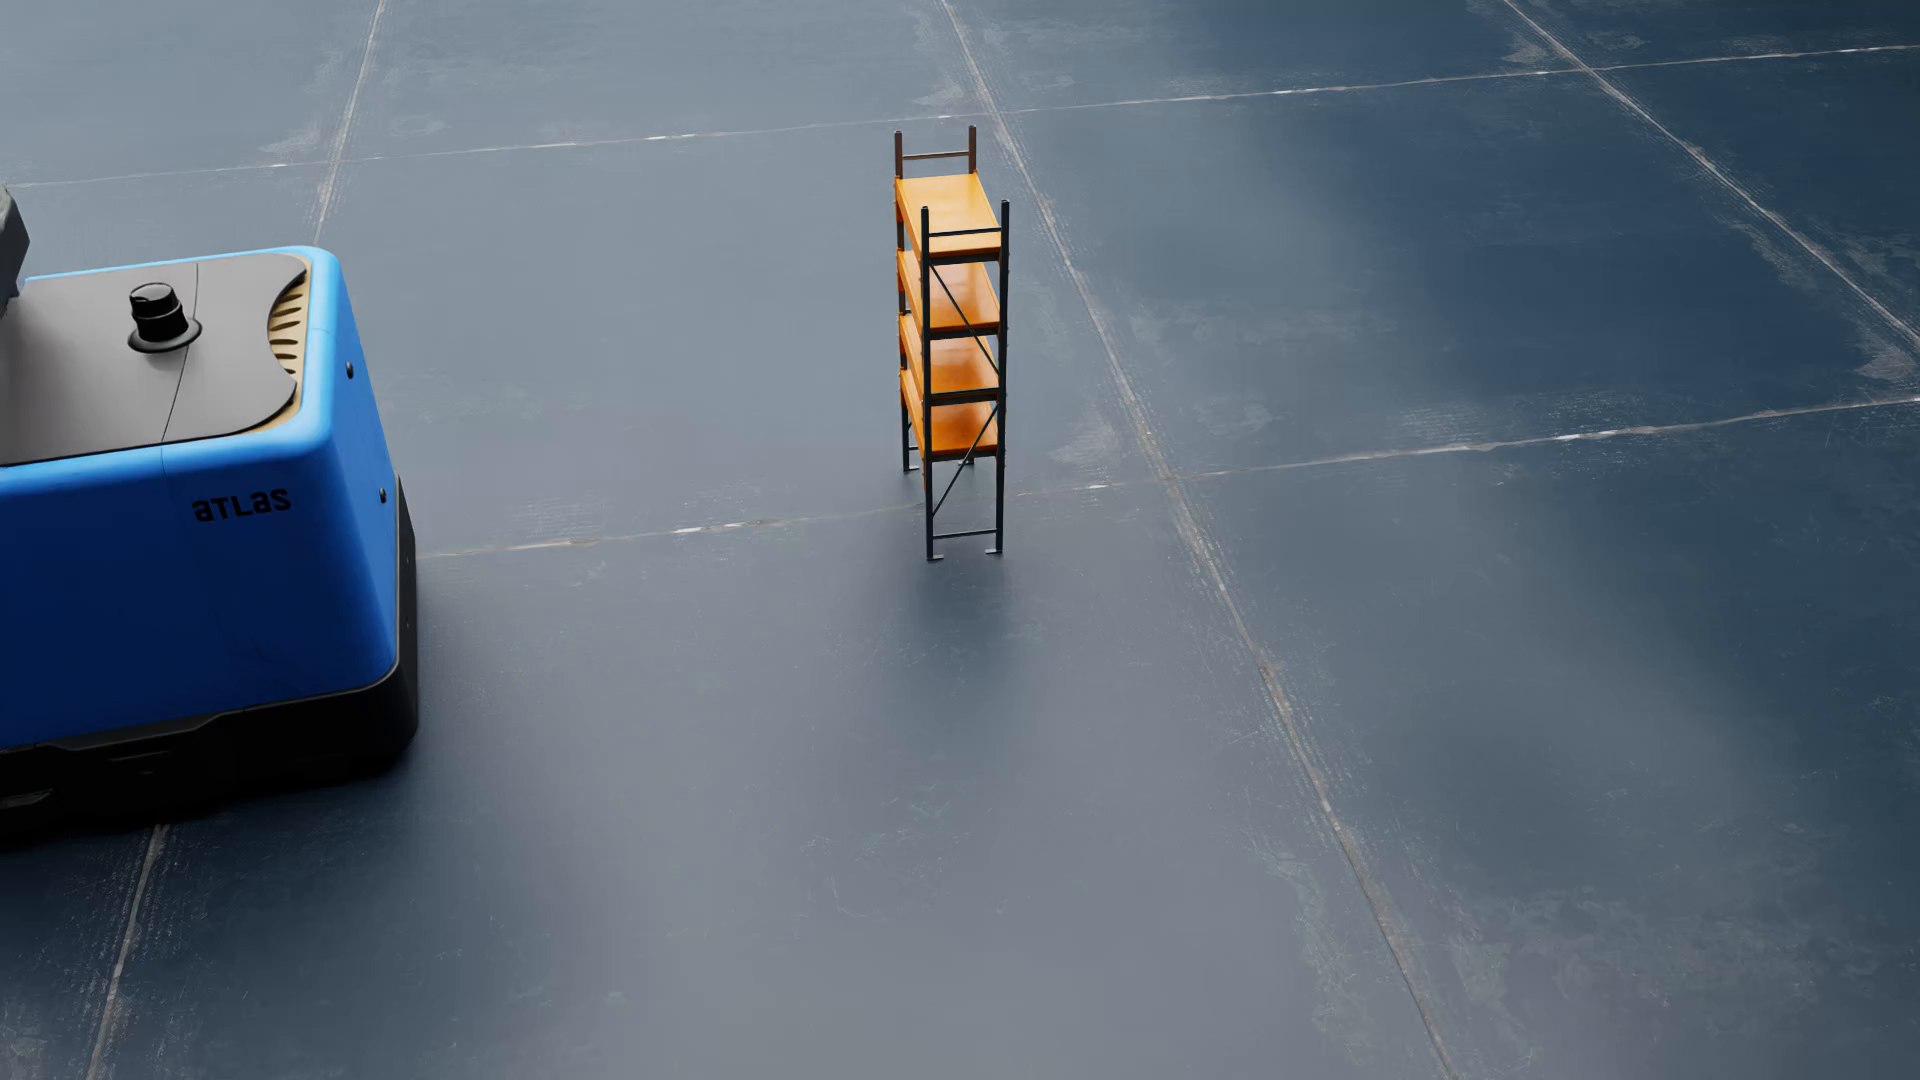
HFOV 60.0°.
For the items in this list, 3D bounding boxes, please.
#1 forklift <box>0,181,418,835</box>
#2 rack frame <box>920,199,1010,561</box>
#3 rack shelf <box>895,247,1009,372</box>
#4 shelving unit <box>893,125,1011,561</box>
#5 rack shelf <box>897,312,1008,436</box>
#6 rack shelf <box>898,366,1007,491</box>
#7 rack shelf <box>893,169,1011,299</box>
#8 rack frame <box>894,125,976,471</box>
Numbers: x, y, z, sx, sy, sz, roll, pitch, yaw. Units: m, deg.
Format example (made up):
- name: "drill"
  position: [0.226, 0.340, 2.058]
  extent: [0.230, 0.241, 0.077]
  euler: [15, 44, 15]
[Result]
- name: "forklift"
  position: [-3.036, -0.611, 3.648]
  extent: [3.031, 2.935, 1.130]
  euler: [-9, 39, -12]
- name: "rack frame"
  position: [0.014, -0.426, 4.821]
  extent: [0.240, 1.200, 0.015]
  euler: [-6, 38, -8]
- name: "rack shelf"
  position: [-0.029, -0.697, 4.915]
  extent: [0.258, 0.148, 0.480]
  euler: [-6, 38, -8]
- name: "shelving unit"
  position: [-0.029, -0.574, 5.011]
  extent: [0.258, 1.200, 0.503]
  euler: [-6, 38, -8]
- name: "rack shelf"
  position: [-0.029, -0.521, 5.052]
  extent: [0.258, 0.148, 0.480]
  euler: [-6, 38, -8]
- name: "rack shelf"
  position: [-0.029, -0.364, 5.174]
  extent: [0.258, 0.148, 0.480]
  euler: [-6, 38, -8]
- name: "rack shelf"
  position: [-0.029, -0.884, 4.770]
  extent: [0.258, 0.148, 0.480]
  euler: [-6, 38, -8]
- name: "rack frame"
  position: [-0.072, -0.721, 5.200]
  extent: [0.240, 1.200, 0.015]
  euler: [-6, 38, -8]
